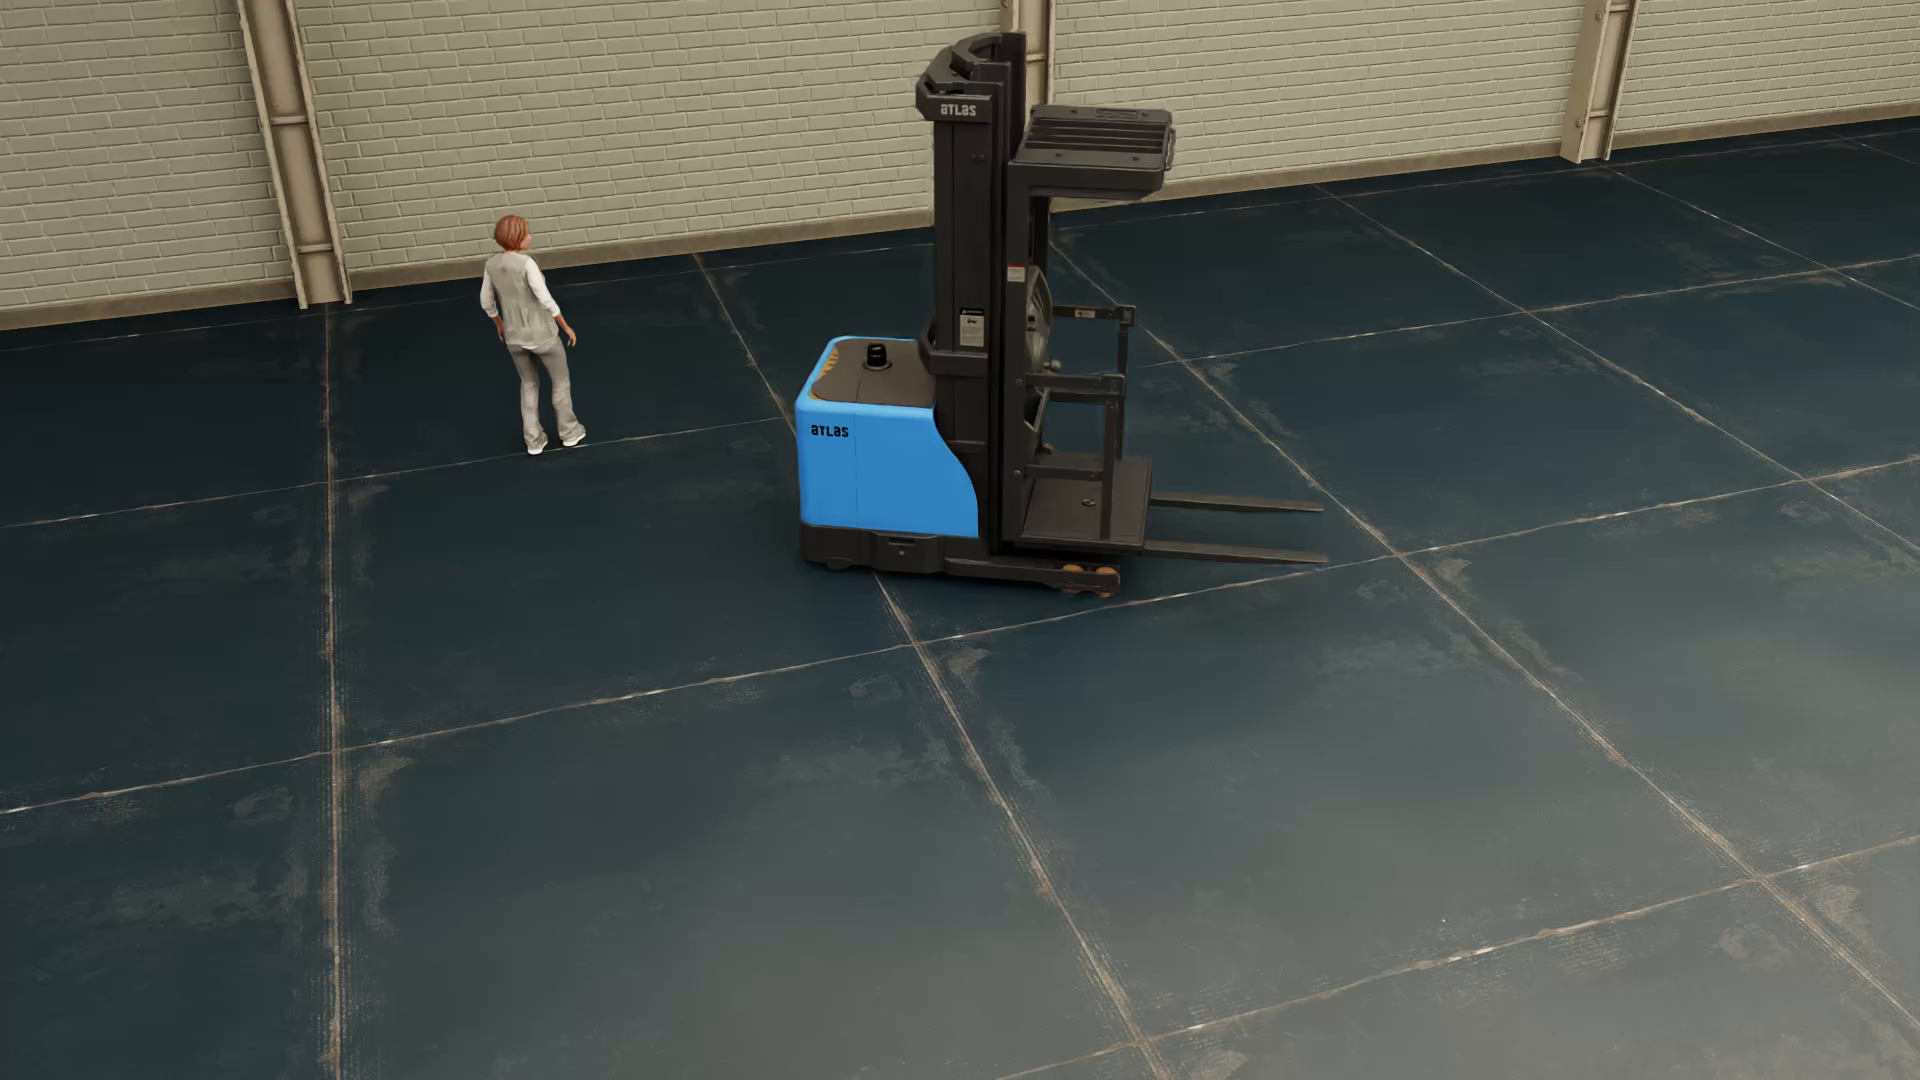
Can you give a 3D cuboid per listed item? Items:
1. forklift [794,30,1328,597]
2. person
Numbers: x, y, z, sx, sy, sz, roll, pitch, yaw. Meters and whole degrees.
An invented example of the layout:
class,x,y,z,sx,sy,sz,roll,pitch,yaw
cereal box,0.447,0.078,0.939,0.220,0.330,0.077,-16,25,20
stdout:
class,x,y,z,sx,sy,sz,roll,pitch,yaw
forklift,0.625,-1.233,9.230,3.031,2.935,1.130,4,30,8
person,-2.750,-1.335,10.758,0.610,1.589,0.455,8,31,13
